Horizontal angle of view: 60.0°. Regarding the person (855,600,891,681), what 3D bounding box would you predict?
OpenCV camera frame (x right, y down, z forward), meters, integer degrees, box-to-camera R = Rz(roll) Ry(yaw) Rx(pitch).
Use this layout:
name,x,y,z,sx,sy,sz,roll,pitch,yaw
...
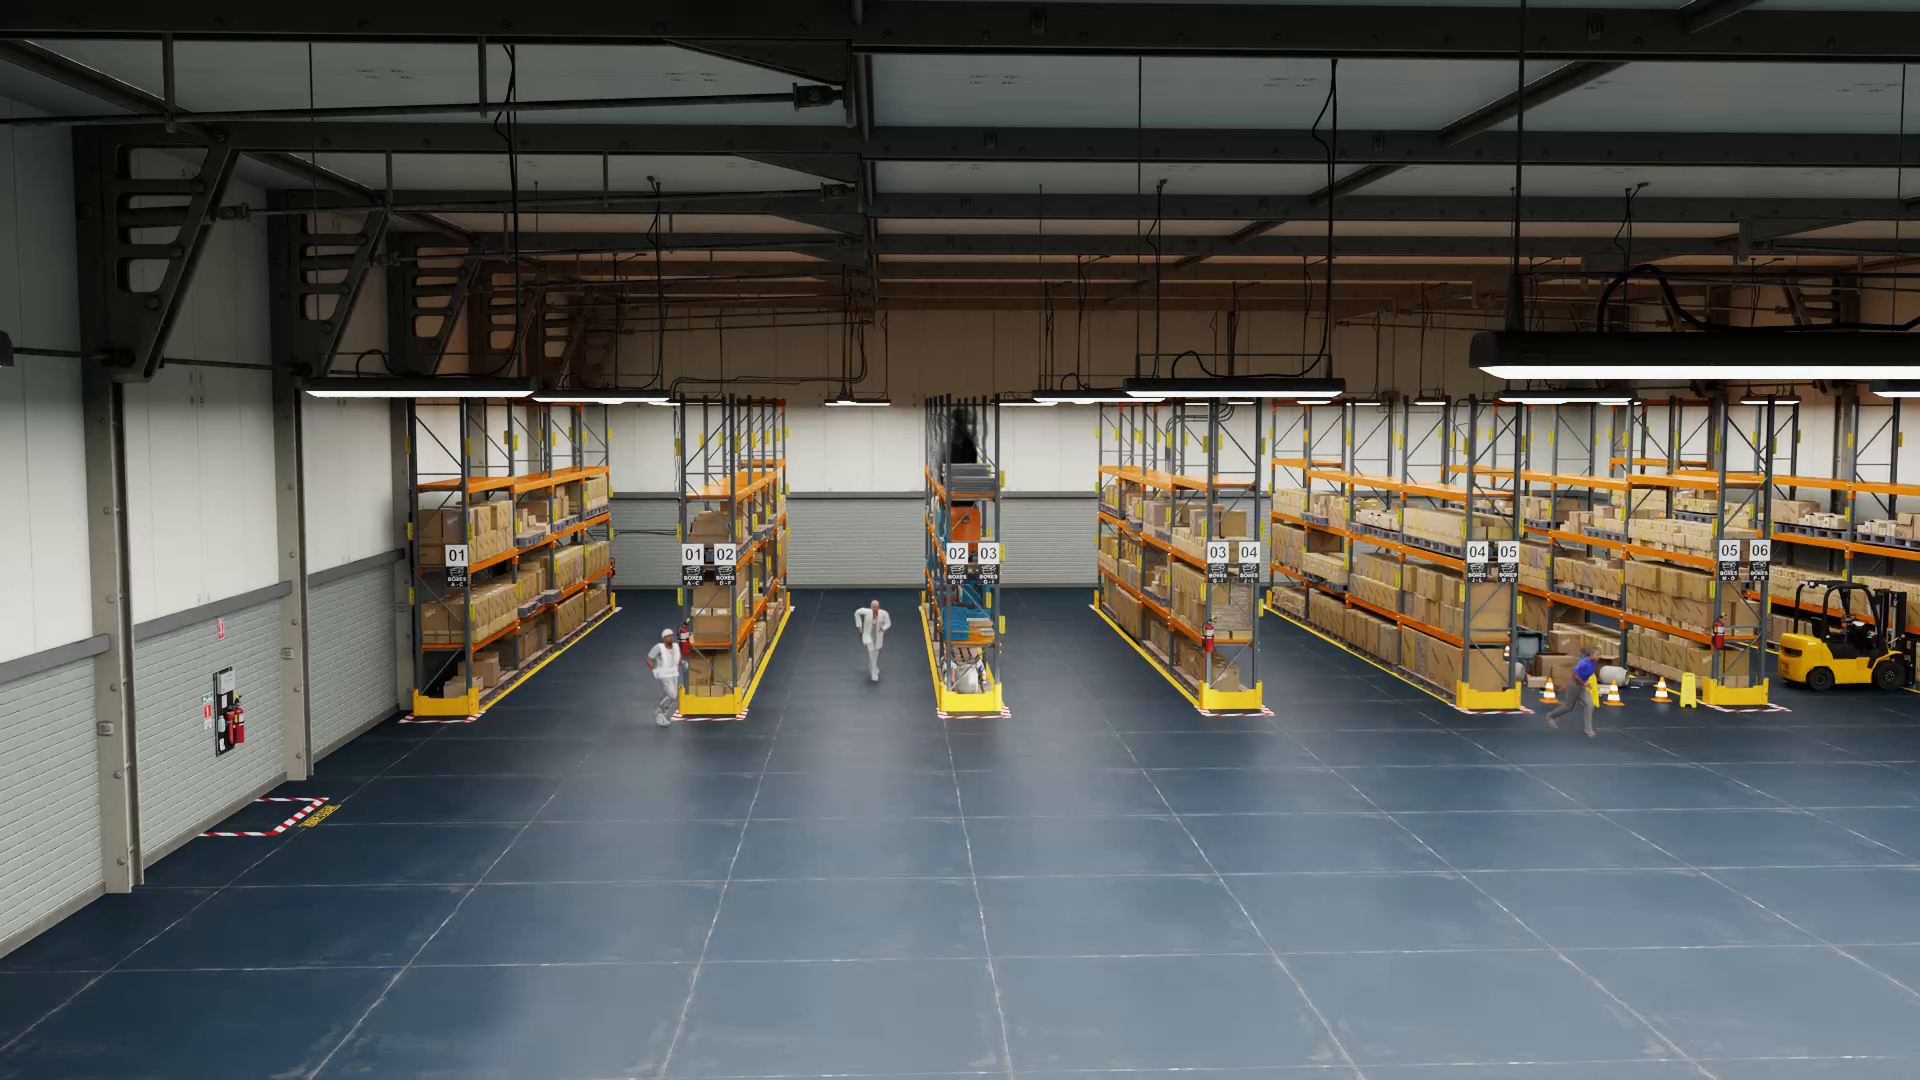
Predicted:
name,x,y,z,sx,sy,sz,roll,pitch,yaw
person,-1.858,2.111,35.397,0.753,1.744,1.054,-1,5,-7

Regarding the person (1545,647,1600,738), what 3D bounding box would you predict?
name,x,y,z,sx,sy,sz,roll,pitch,yaw
person,10.806,2.645,29.289,0.975,1.616,0.610,4,6,44

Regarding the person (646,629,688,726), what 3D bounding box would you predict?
name,x,y,z,sx,sy,sz,roll,pitch,yaw
person,-5.216,2.471,29.964,0.625,1.745,0.658,4,6,38
